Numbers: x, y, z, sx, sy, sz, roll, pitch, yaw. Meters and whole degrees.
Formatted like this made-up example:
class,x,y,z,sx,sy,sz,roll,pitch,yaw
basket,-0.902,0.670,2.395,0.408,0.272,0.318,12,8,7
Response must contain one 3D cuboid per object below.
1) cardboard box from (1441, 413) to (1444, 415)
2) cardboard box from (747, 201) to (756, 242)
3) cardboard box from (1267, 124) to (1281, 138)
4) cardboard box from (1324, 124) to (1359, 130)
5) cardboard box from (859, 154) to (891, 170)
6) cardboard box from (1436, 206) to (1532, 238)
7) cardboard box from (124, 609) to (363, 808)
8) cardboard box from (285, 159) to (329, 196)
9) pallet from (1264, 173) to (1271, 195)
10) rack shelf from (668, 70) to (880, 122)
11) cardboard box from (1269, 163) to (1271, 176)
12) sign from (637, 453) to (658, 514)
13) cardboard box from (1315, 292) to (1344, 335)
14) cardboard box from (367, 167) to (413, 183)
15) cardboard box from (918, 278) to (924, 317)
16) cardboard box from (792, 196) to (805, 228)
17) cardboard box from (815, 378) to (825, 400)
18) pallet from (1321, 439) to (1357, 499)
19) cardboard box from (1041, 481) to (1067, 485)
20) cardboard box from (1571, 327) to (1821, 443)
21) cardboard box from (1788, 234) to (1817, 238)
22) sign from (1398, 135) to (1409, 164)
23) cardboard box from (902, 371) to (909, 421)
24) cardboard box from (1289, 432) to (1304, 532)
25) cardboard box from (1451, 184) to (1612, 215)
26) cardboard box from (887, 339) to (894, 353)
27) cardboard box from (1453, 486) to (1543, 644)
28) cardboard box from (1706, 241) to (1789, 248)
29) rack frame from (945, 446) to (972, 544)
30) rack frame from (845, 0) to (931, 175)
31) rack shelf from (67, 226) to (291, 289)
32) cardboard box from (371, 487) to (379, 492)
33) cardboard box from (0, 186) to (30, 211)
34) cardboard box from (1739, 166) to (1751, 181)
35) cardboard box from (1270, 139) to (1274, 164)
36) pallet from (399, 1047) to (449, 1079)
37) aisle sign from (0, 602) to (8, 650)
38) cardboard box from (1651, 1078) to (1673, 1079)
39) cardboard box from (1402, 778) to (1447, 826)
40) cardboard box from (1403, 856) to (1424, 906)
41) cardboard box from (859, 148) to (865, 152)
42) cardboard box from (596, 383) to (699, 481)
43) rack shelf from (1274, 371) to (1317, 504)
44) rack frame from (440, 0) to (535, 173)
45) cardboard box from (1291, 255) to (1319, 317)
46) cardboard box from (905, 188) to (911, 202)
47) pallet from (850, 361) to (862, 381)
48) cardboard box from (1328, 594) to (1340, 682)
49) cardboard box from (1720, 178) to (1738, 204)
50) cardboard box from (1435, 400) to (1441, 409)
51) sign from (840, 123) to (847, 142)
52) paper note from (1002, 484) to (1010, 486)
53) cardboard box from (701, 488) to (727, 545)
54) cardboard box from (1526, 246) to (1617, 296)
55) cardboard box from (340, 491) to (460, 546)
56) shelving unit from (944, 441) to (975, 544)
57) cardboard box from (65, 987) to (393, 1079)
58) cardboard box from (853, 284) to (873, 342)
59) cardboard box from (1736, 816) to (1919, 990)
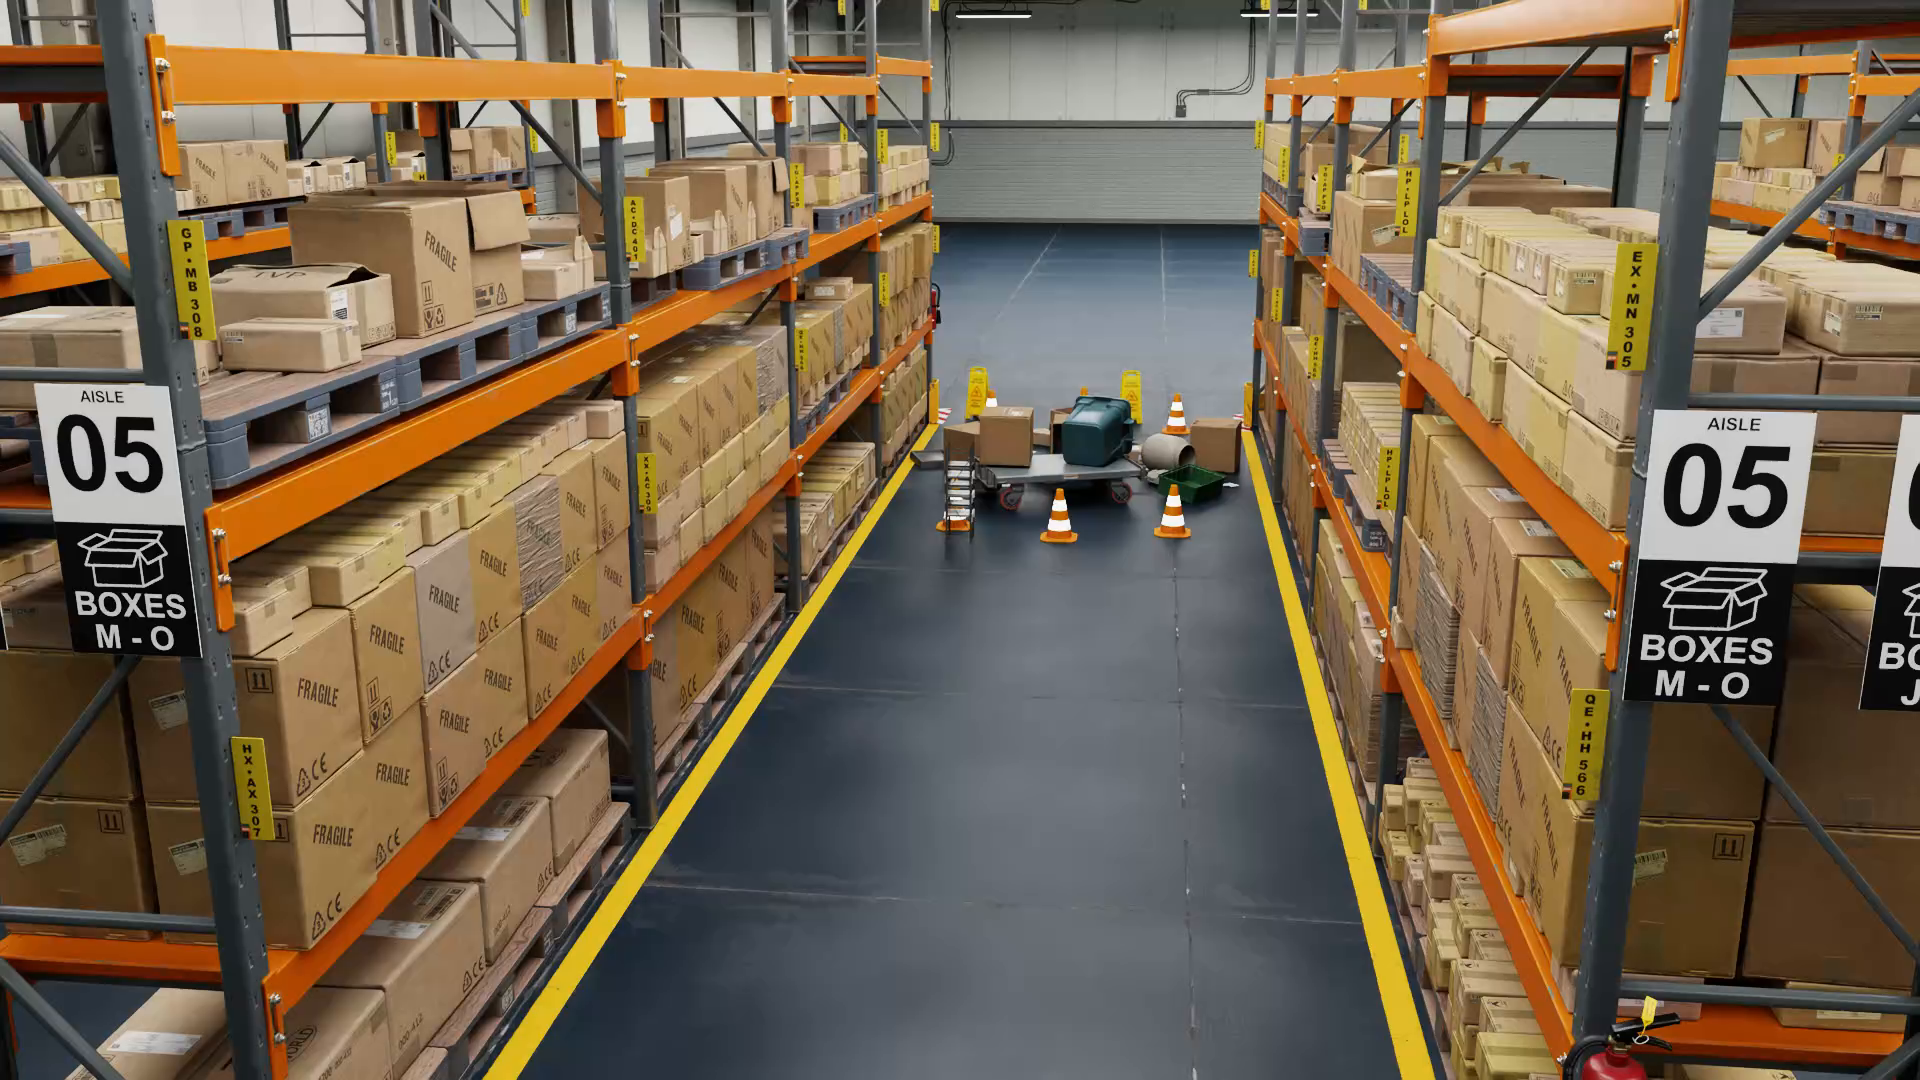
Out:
class,x,y,z,sx,sy,sz,roll,pitch,yaw
cardboard box,3.545,-0.790,11.531,0.380,0.149,0.250,2,15,8
cardboard box,-1.561,-2.113,11.026,0.396,0.266,0.258,1,15,5
cardboard box,3.668,-4.605,18.743,0.380,0.149,0.250,1,15,5
cardboard box,4.349,-4.651,18.915,0.380,0.149,0.250,2,15,7
cardboard box,-0.903,-3.853,16.959,0.380,0.149,0.250,1,15,4
cardboard box,2.452,-1.479,7.793,0.380,0.149,0.250,1,15,5
cardboard box,-2.319,0.533,5.426,0.500,0.500,0.500,1,15,5
cardboard box,-6.160,-3.340,15.283,0.500,0.311,0.500,1,15,4
pallet,4.006,-4.063,18.952,1.003,0.211,1.213,2,15,6
rack shelf,-1.527,-3.770,14.095,1.077,0.370,4.000,2,15,6
cardboard box,3.609,-4.087,18.356,0.380,0.149,0.250,2,15,6
sign,-1.653,-0.298,8.795,0.100,0.325,0.005,2,15,6
cardboard box,3.406,-1.820,14.125,0.700,0.500,0.500,2,15,6
cardboard box,-5.882,-3.763,17.158,0.380,0.149,0.250,2,15,7
cardboard box,-0.699,-2.883,19.405,0.500,0.500,0.500,2,15,6
cardboard box,-1.636,-2.637,13.317,0.700,0.500,0.500,2,15,6
cardboard box,-1.338,-1.268,13.870,0.380,0.149,0.250,2,15,7
pallet,3.202,-0.495,11.701,1.213,0.211,1.003,2,15,6
cardboard box,0.923,-0.761,17.555,0.258,0.266,0.396,-10,18,-32
cardboard box,2.073,-0.445,4.731,0.500,0.250,0.500,1,15,5
cardboard box,9.129,-3.073,18.191,0.500,0.500,0.500,2,15,6
sign,4.168,-3.649,15.658,0.100,0.325,0.005,2,15,6
cardboard box,-0.858,-1.589,18.405,0.500,0.500,0.500,3,15,9
cardboard box,3.535,-0.516,14.917,1.050,0.750,0.750,2,15,6
cardboard box,2.877,-1.532,8.427,0.700,0.500,0.500,2,15,6
cardboard box,-0.908,-2.084,17.690,0.380,0.149,0.250,2,15,8
cardboard box,2.242,0.095,6.475,0.500,0.500,0.500,1,15,4
cardboard box,2.741,-0.989,5.981,0.380,0.149,0.250,2,15,8
rack frame,-0.012,-0.406,15.027,0.240,0.900,0.006,2,15,6
rack frame,-0.850,-5.866,19.704,1.000,3.000,0.127,2,15,6
rack shelf,-6.460,-2.660,14.972,1.077,0.370,4.000,2,15,6
cardboard box,-2.689,-0.233,7.016,0.380,0.149,0.250,2,15,6
cardboard box,-6.577,-2.318,11.282,0.380,0.149,0.250,2,15,6
cardboard box,8.571,-3.917,17.765,0.380,0.149,0.250,2,15,6
cardboard box,3.658,-4.240,18.160,0.500,0.250,0.500,2,15,6
pallet,-2.643,2.316,6.280,1.003,0.211,1.213,2,15,6
aisle sign,-2.972,-0.066,4.766,0.394,0.787,0.004,2,15,6
cardboard box,2.582,1.985,5.681,0.380,0.149,0.250,2,15,7
cardboard box,2.391,1.301,8.209,0.380,0.149,0.250,2,15,9
cardboard box,2.359,1.655,8.039,0.380,0.149,0.250,2,15,6
cardboard box,-1.230,-4.337,18.749,0.380,0.149,0.250,2,15,6
cardboard box,-1.839,-0.627,9.715,0.500,0.500,0.500,2,15,6
rack shelf,3.402,-0.947,14.384,1.077,0.370,4.000,2,15,6
rack frame,-5.783,-6.011,20.241,1.000,3.000,0.127,2,15,6
cardboard box,3.704,-2.501,16.398,0.875,0.550,0.550,2,15,6
cardboard box,-0.742,-3.796,18.278,0.380,0.149,0.250,2,15,6
pallet,-1.533,-1.646,15.958,1.003,0.211,1.213,2,15,6
cardboard box,2.737,0.668,11.017,0.500,0.500,0.500,1,15,5
cardboard box,8.633,-3.802,18.106,0.500,0.250,0.500,1,15,5
cardboard box,3.577,-1.004,11.752,0.380,0.149,0.250,1,15,4
sign,-1.390,-4.856,20.041,0.100,0.325,0.005,2,15,6
paper note,0.453,-0.587,17.361,0.148,0.019,0.142,2,15,6
cardboard box,-1.762,-0.158,10.376,0.500,0.250,0.500,2,15,6
cardboard box,2.195,-0.936,5.785,0.380,0.149,0.250,2,15,7
cardboard box,-2.180,-0.084,6.465,0.380,0.149,0.250,2,15,7
shelving unit,-0.001,-0.432,15.125,0.258,0.900,0.210,2,15,6
cardboard box,-2.681,2.040,6.064,0.875,0.438,0.875,1,15,4
cardboard box,-1.126,-2.201,16.076,0.500,0.500,0.500,1,15,5
cardboard box,2.599,0.999,5.047,0.500,0.500,0.500,2,15,9
